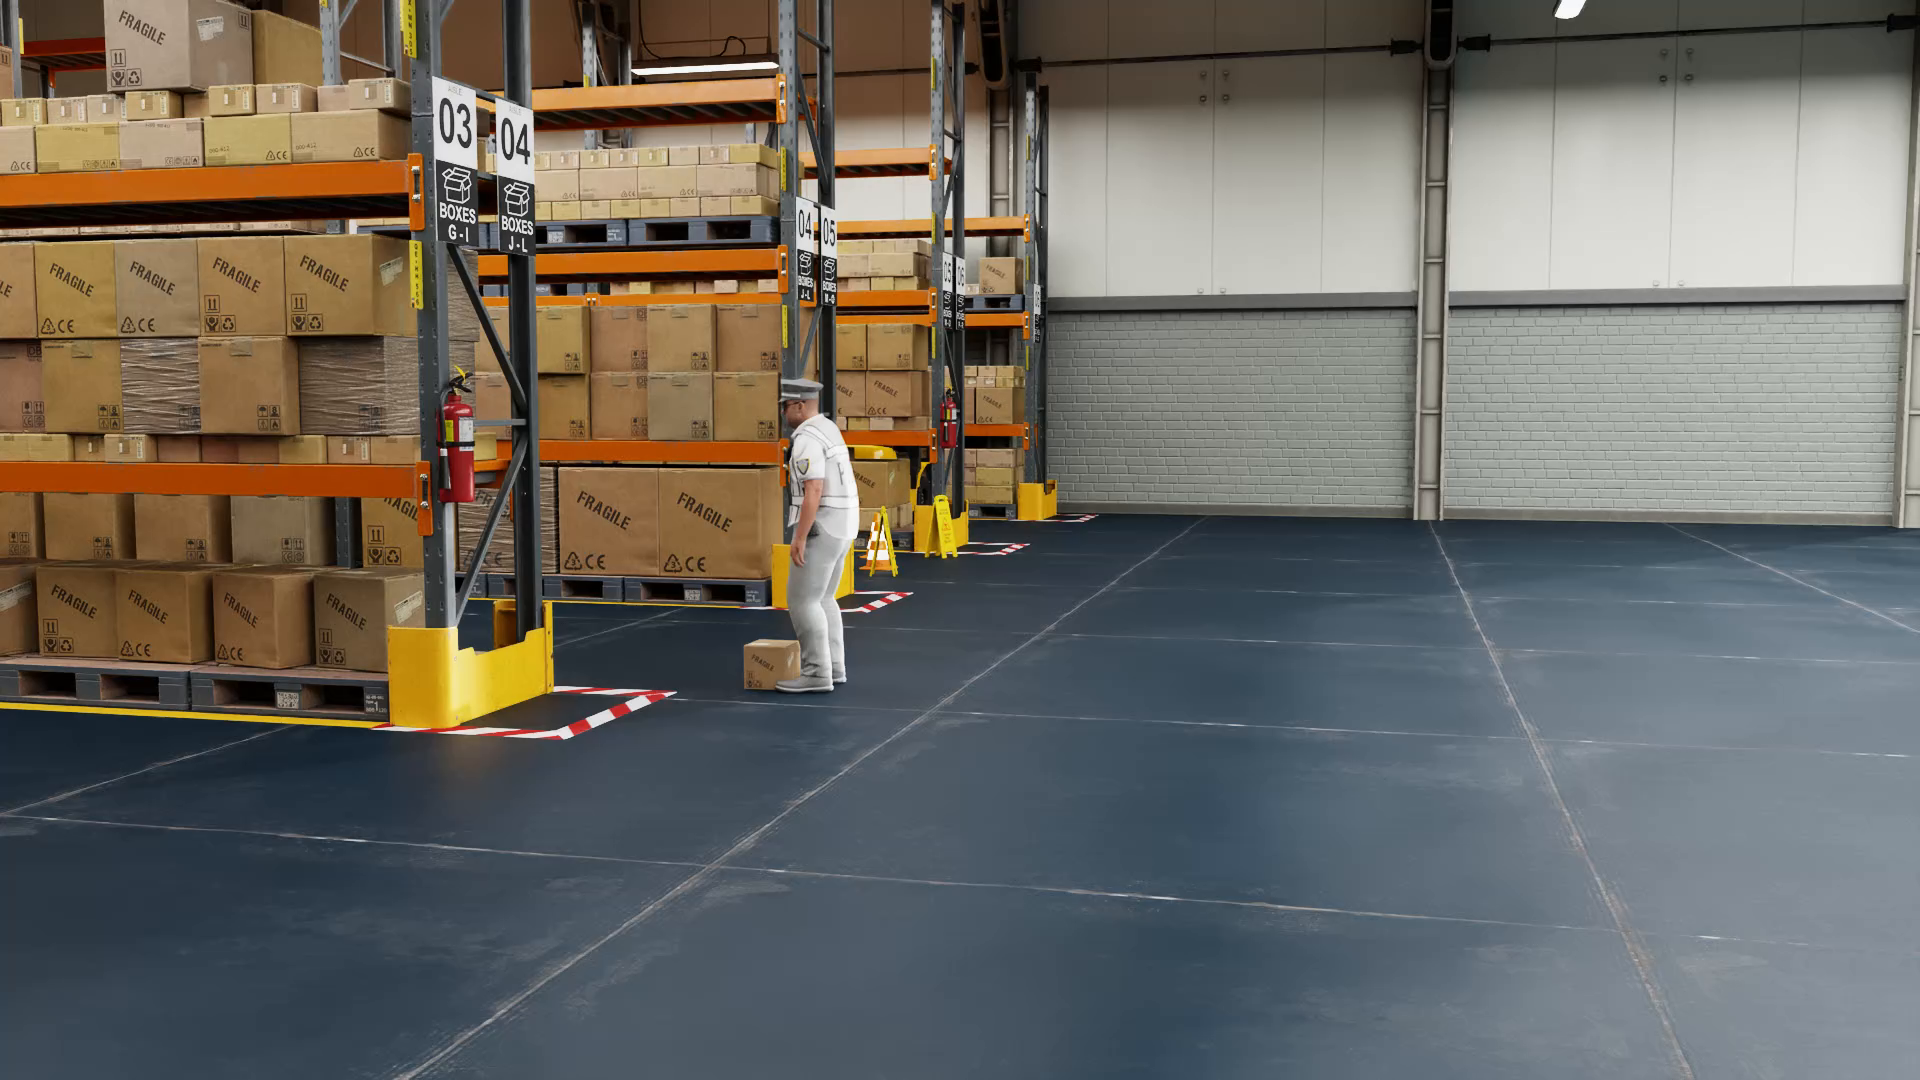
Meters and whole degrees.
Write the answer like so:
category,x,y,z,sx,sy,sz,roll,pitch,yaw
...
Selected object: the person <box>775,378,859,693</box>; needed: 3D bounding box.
category,x,y,z,sx,sy,sz,roll,pitch,yaw
person,-0.798,-0.031,9.348,0.437,1.747,0.604,1,5,10
